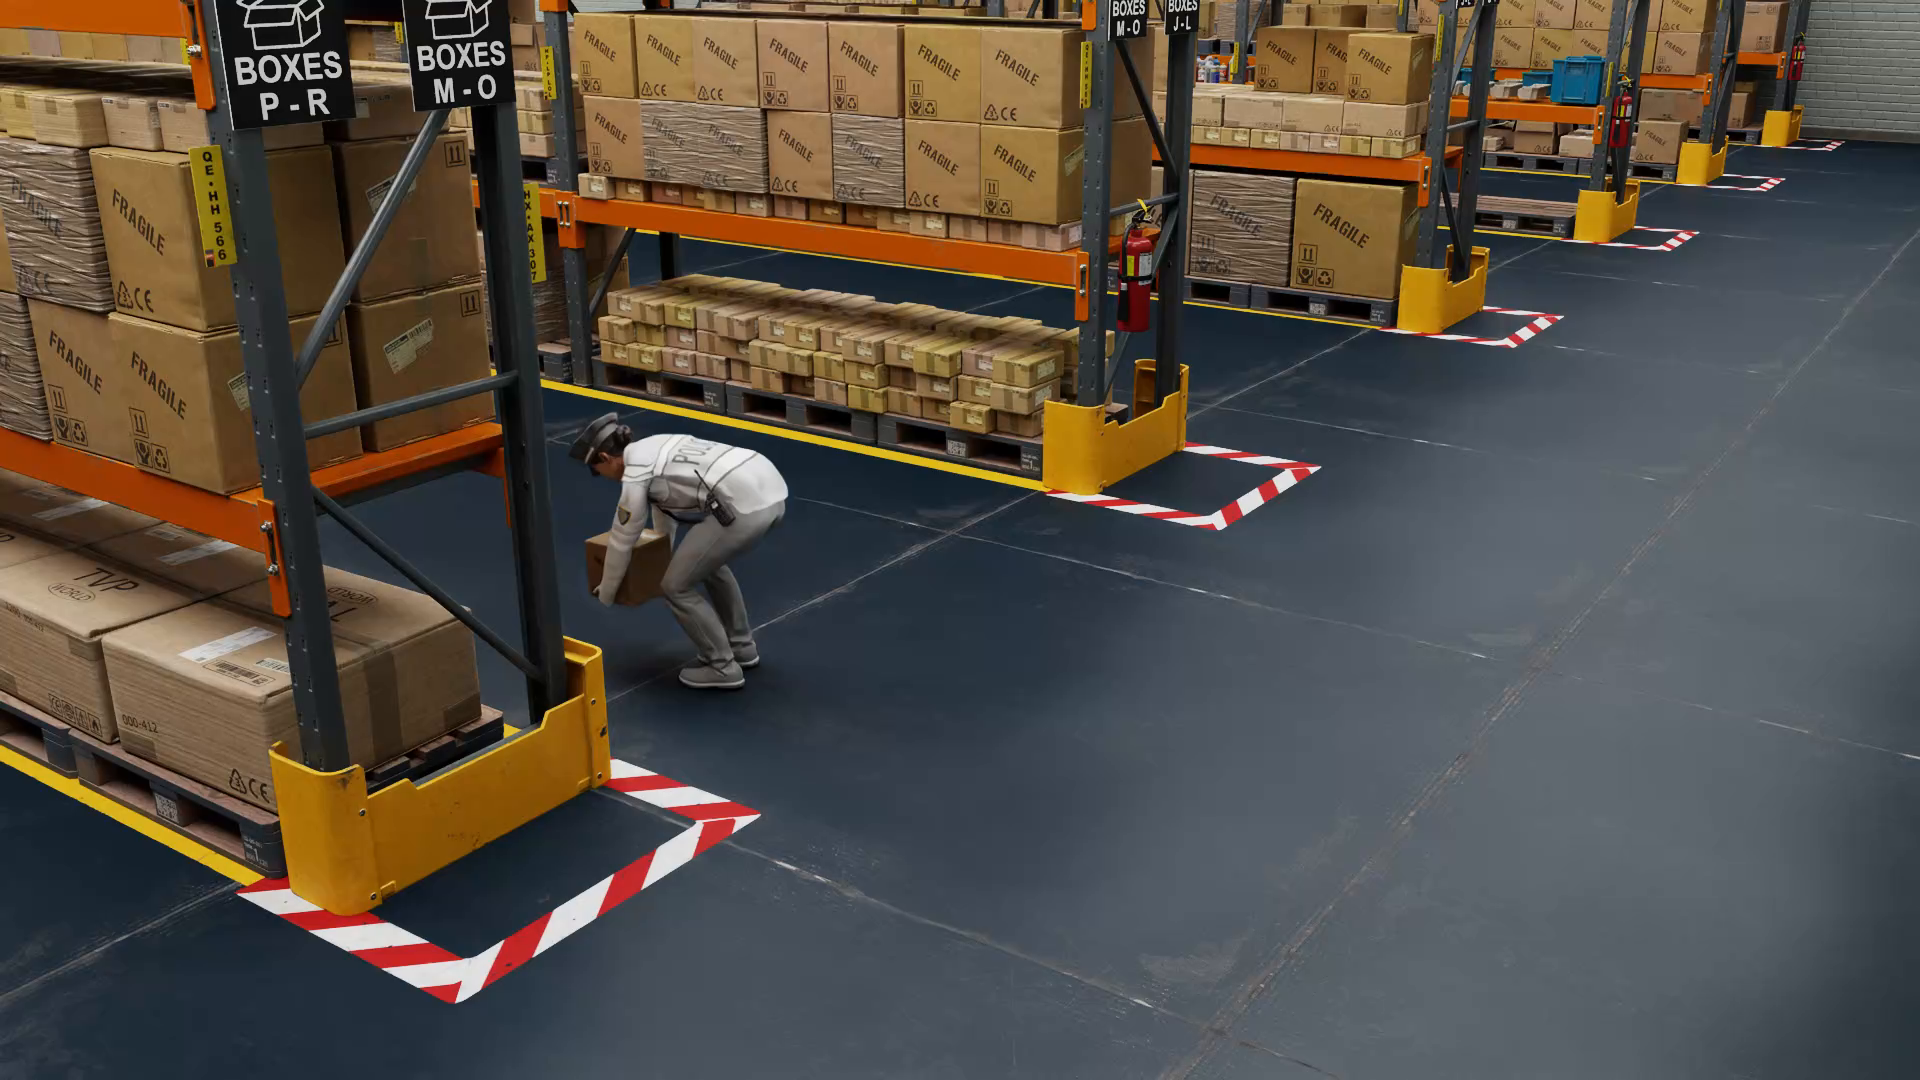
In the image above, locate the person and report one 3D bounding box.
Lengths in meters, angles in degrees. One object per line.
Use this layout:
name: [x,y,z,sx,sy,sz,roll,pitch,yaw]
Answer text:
person: [-1.156,0.031,6.835,0.911,1.088,0.444,7,21,18]
